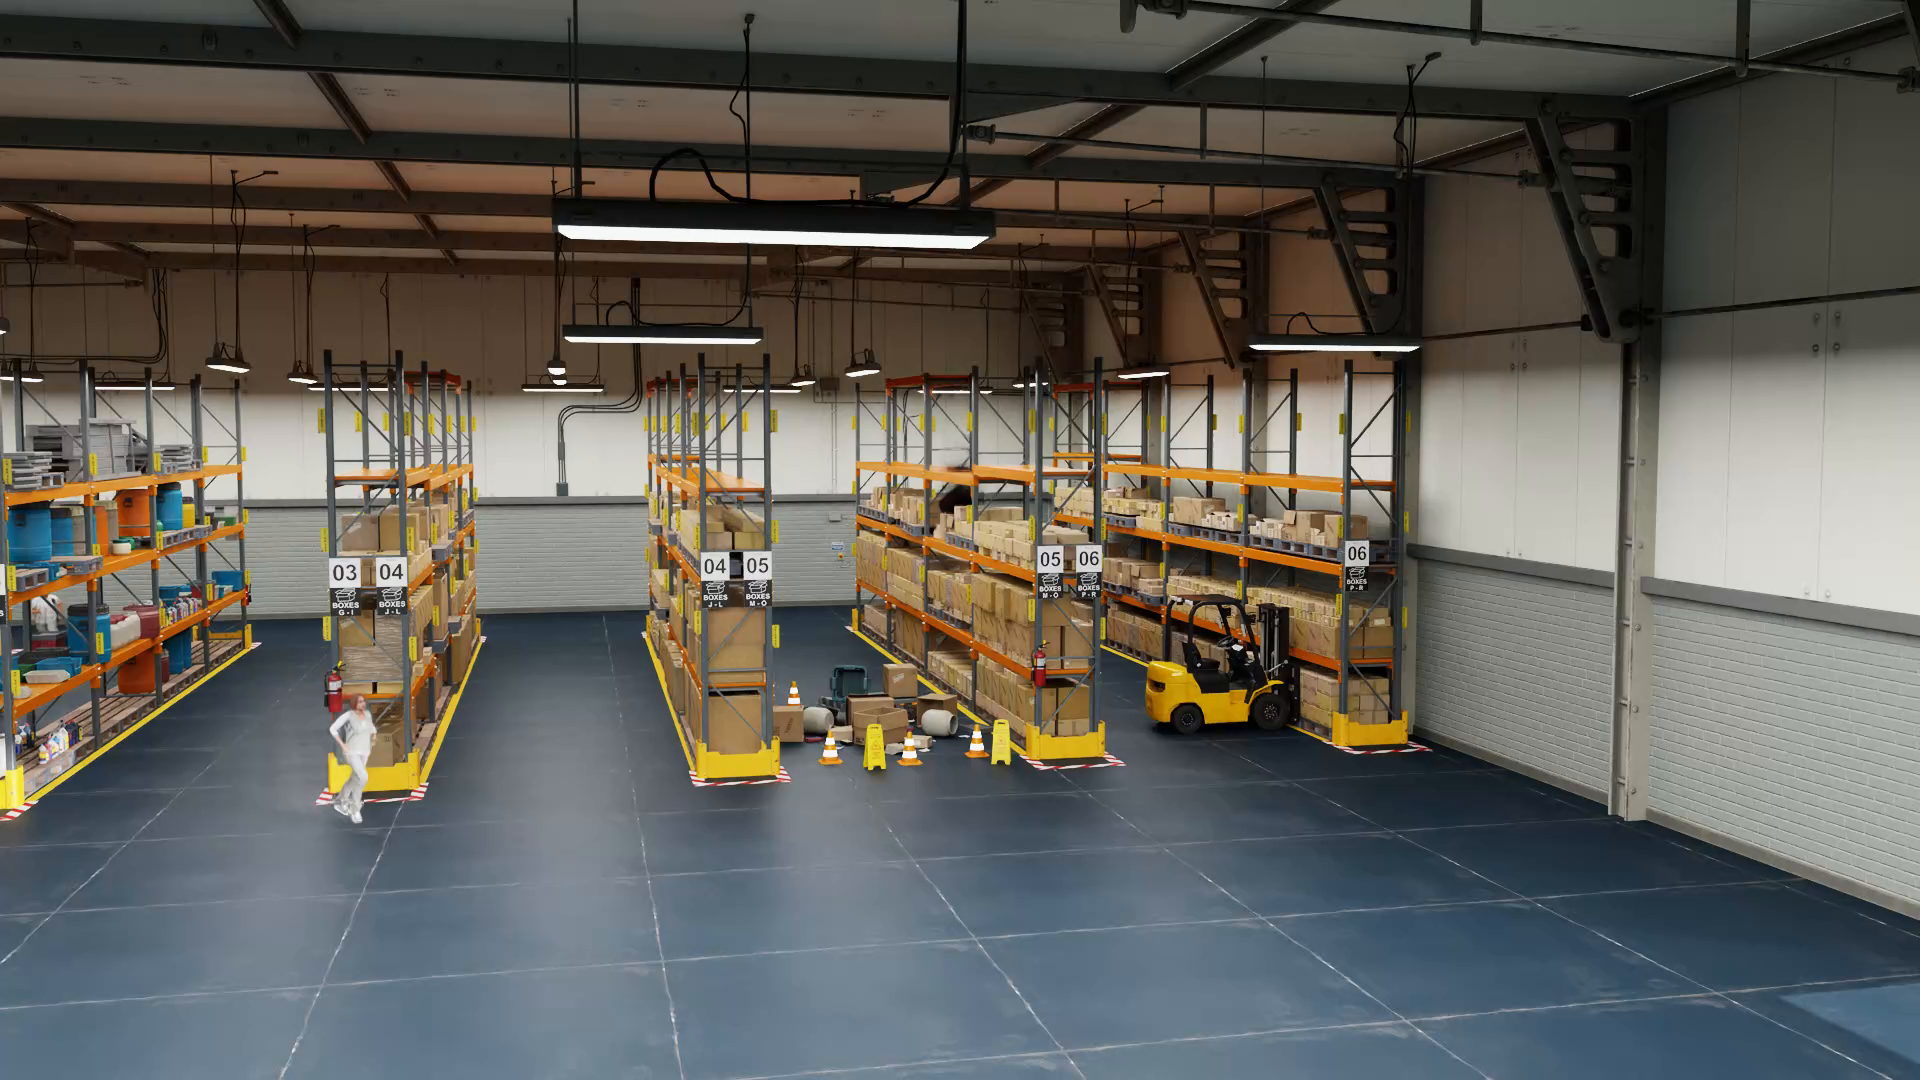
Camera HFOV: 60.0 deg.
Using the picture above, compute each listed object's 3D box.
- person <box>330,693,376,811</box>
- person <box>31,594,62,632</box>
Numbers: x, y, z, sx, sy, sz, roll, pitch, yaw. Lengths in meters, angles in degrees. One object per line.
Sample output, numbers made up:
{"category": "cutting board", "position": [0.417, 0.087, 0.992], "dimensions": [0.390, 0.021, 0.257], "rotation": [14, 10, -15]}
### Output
{"category": "person", "position": [-7.654, 2.676, 21.063], "dimensions": [0.645, 1.458, 0.553], "rotation": [2, 5, 29]}
{"category": "person", "position": [-19.041, 1.684, 34.621], "dimensions": [0.593, 1.559, 0.752], "rotation": [-2, 4, -23]}
